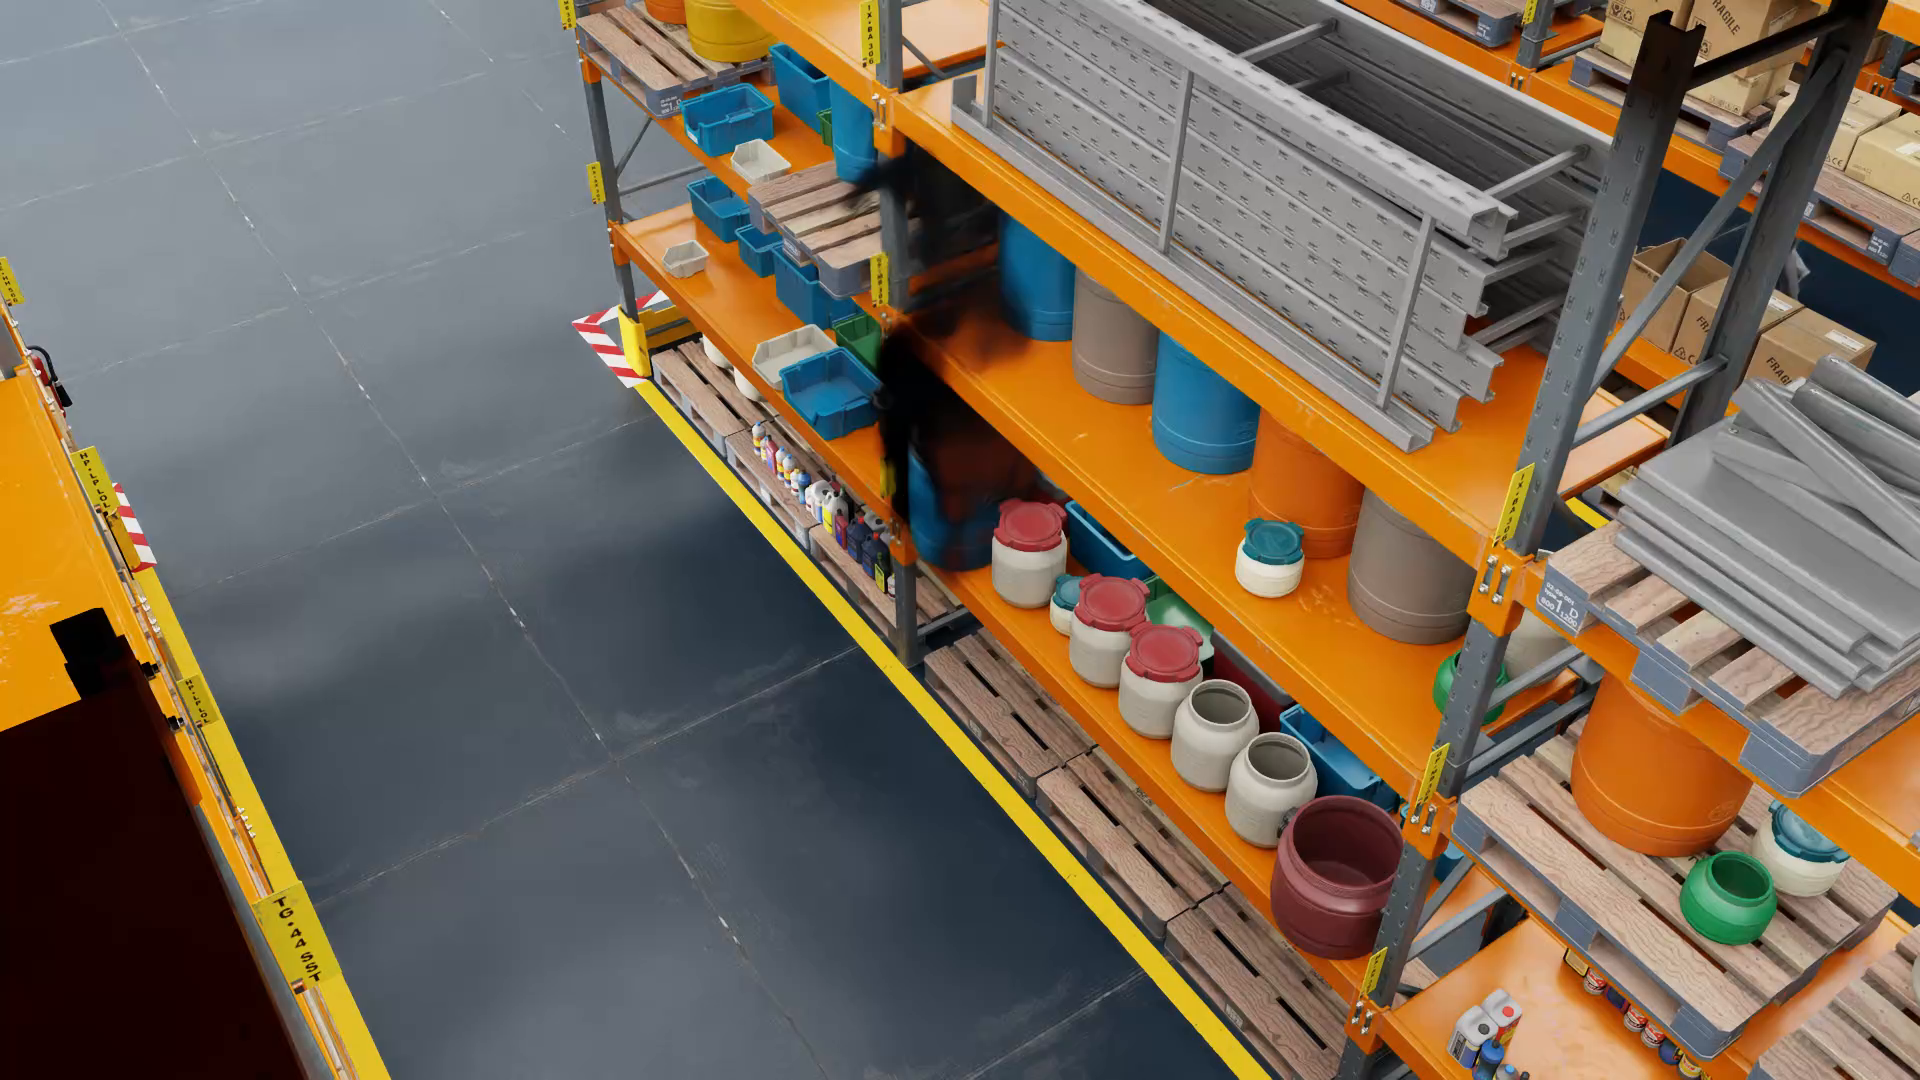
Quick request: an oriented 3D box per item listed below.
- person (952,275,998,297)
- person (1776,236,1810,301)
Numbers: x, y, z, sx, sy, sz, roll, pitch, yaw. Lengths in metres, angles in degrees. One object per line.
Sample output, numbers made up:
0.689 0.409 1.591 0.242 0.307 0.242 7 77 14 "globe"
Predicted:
0.233 -1.944 12.653 0.655 1.751 0.987 -14 45 -15 "person"
6.762 -2.697 13.462 0.561 1.663 0.573 -31 51 -29 "person"
